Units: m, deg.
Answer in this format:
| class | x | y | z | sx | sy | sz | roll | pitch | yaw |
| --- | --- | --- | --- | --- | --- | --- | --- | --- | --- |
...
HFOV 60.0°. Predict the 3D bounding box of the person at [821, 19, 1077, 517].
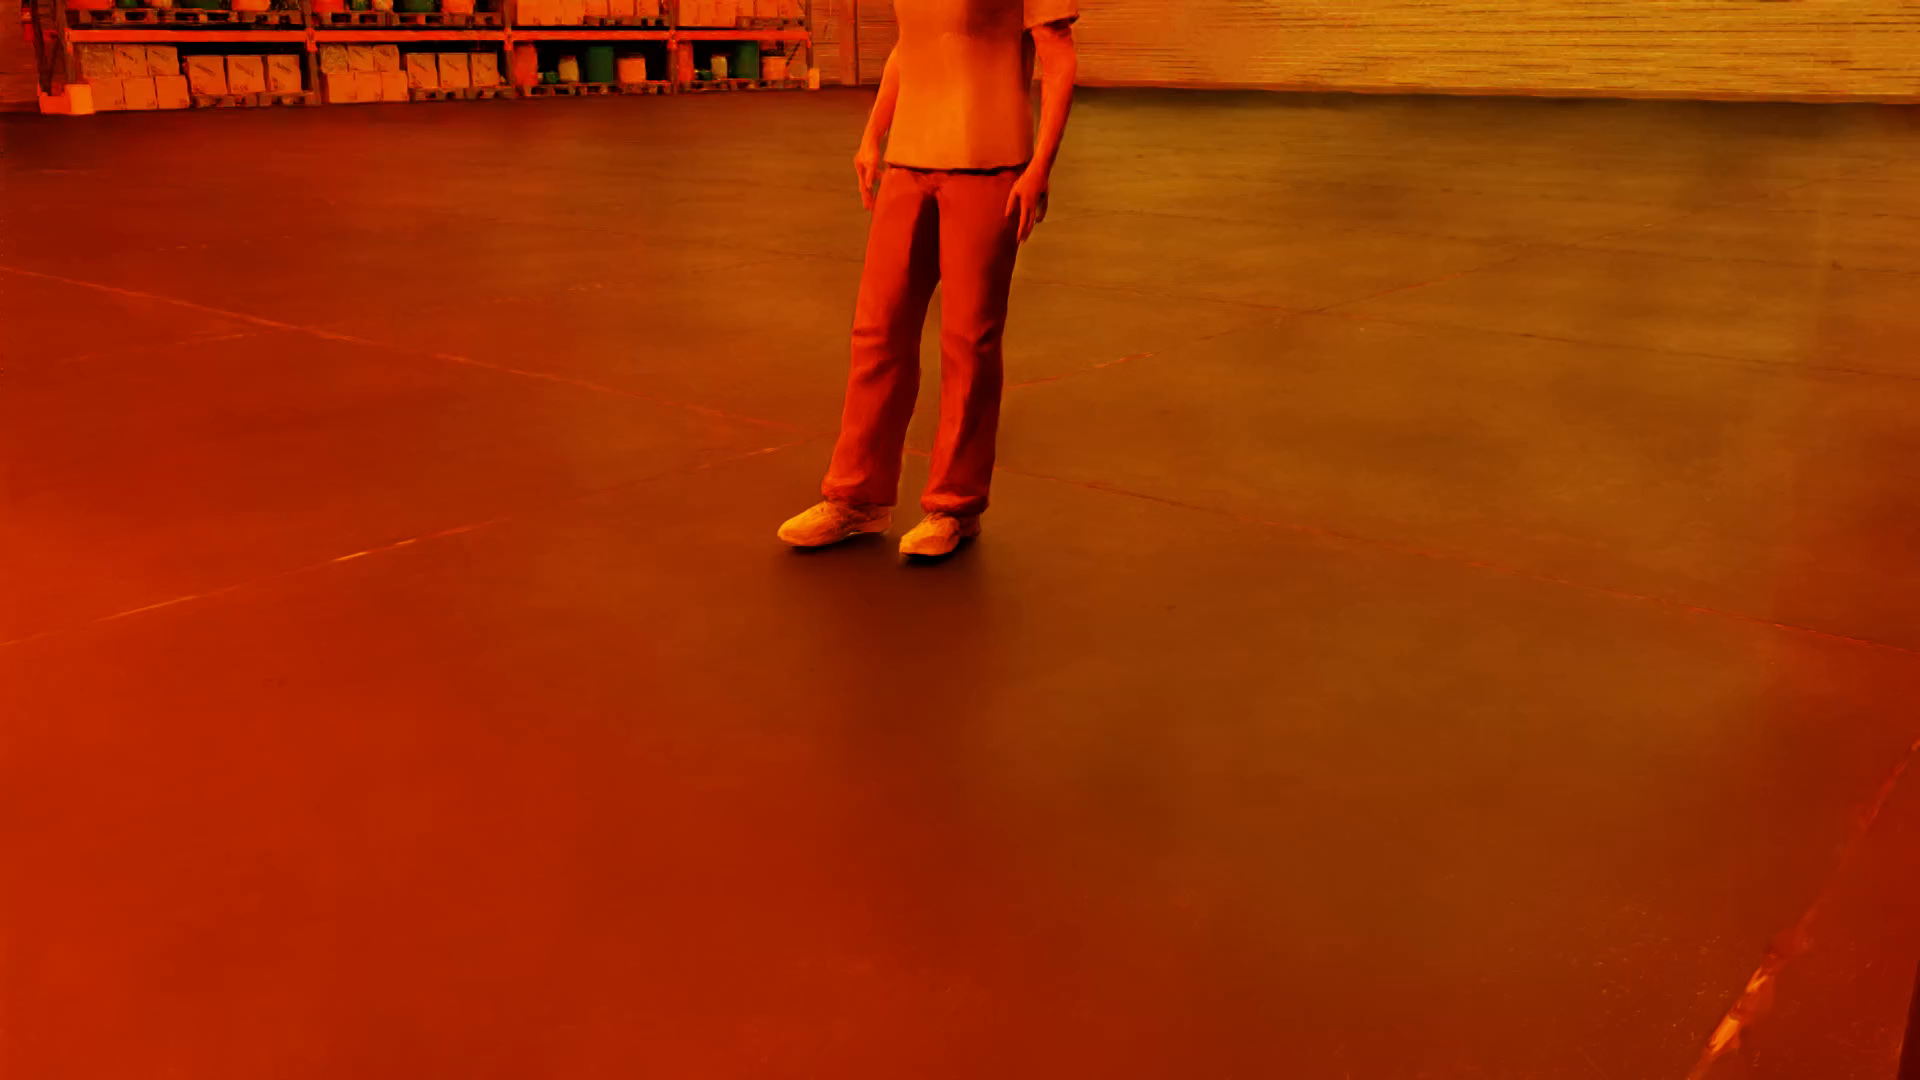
| class | x | y | z | sx | sy | sz | roll | pitch | yaw |
| --- | --- | --- | --- | --- | --- | --- | --- | --- | --- |
| person | -0.010 | -0.837 | 3.678 | 0.536 | 1.609 | 0.426 | 13 | 21 | 37 |
